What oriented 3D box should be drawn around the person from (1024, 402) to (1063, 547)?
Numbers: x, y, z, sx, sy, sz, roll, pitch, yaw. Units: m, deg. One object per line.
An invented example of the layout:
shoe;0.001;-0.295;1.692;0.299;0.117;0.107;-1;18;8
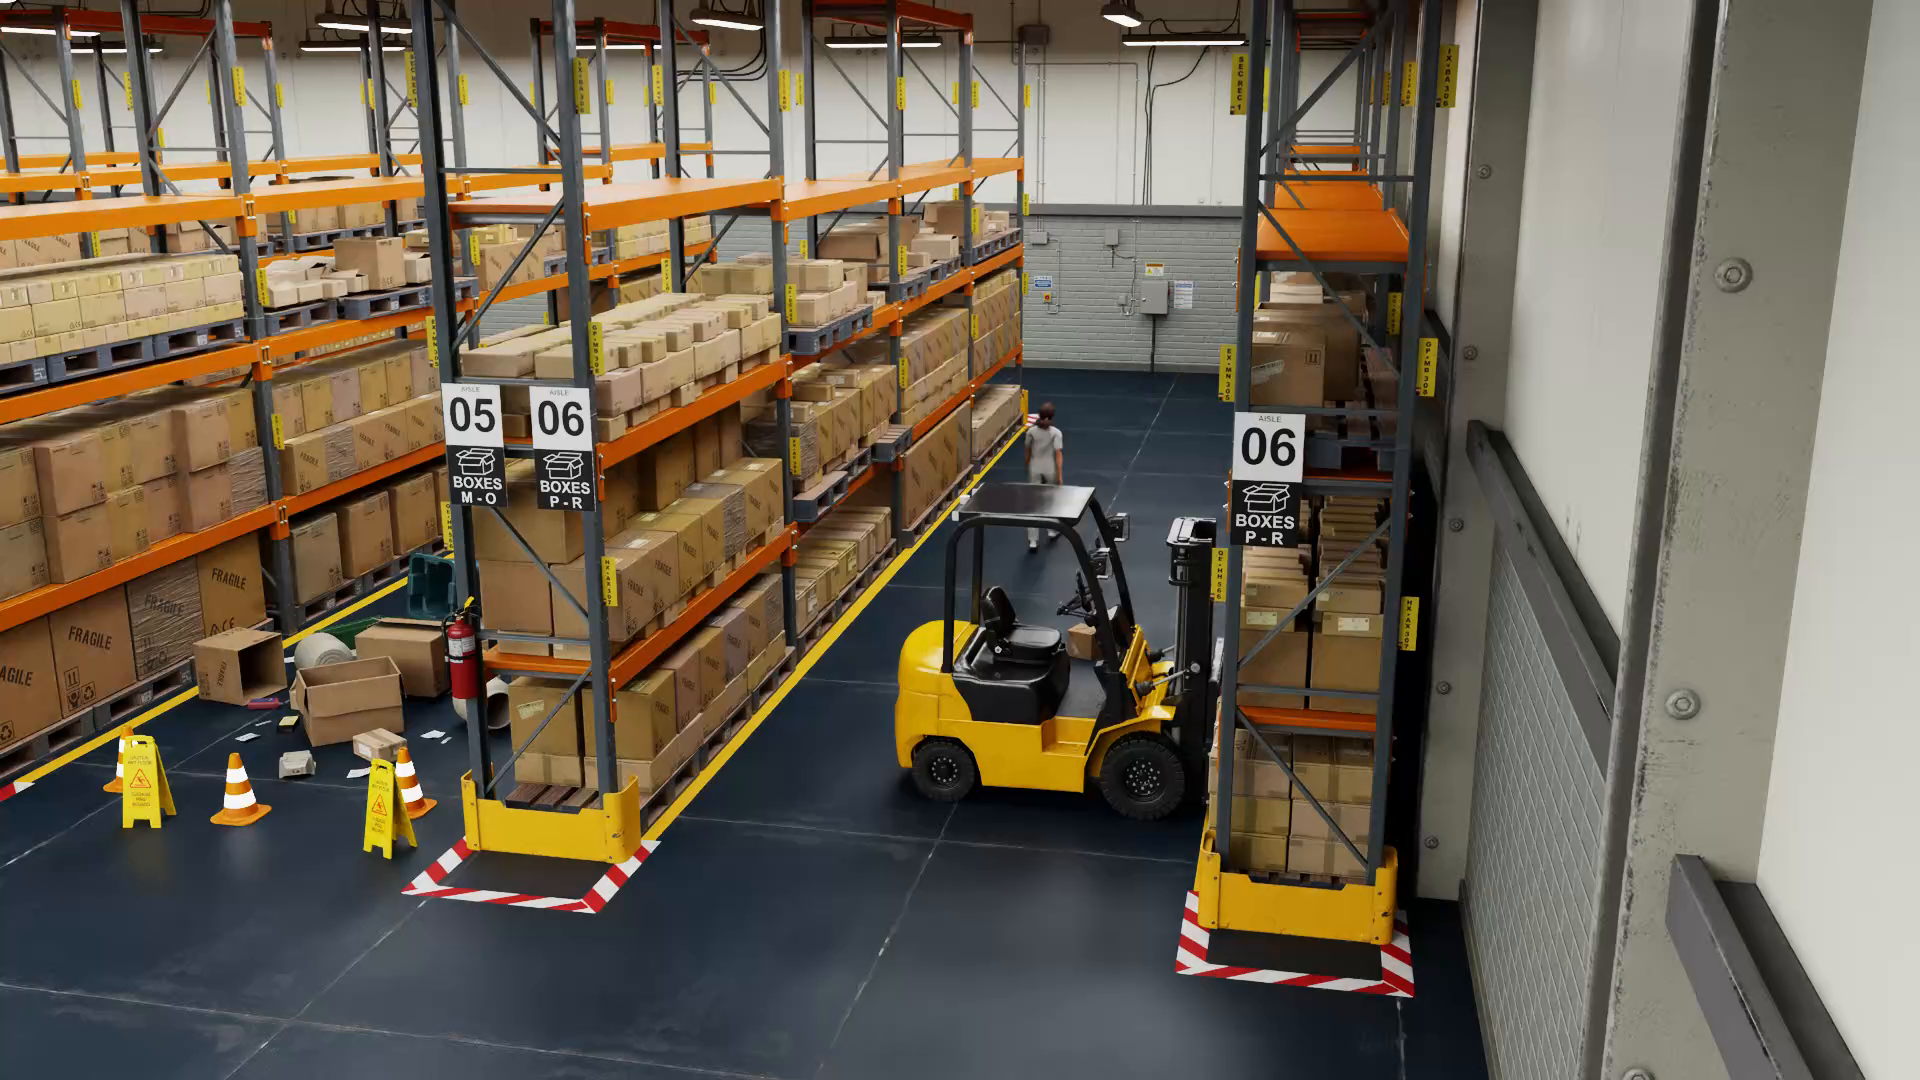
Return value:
person;0.960;-0.777;18.952;0.457;1.620;0.965;2;15;8
